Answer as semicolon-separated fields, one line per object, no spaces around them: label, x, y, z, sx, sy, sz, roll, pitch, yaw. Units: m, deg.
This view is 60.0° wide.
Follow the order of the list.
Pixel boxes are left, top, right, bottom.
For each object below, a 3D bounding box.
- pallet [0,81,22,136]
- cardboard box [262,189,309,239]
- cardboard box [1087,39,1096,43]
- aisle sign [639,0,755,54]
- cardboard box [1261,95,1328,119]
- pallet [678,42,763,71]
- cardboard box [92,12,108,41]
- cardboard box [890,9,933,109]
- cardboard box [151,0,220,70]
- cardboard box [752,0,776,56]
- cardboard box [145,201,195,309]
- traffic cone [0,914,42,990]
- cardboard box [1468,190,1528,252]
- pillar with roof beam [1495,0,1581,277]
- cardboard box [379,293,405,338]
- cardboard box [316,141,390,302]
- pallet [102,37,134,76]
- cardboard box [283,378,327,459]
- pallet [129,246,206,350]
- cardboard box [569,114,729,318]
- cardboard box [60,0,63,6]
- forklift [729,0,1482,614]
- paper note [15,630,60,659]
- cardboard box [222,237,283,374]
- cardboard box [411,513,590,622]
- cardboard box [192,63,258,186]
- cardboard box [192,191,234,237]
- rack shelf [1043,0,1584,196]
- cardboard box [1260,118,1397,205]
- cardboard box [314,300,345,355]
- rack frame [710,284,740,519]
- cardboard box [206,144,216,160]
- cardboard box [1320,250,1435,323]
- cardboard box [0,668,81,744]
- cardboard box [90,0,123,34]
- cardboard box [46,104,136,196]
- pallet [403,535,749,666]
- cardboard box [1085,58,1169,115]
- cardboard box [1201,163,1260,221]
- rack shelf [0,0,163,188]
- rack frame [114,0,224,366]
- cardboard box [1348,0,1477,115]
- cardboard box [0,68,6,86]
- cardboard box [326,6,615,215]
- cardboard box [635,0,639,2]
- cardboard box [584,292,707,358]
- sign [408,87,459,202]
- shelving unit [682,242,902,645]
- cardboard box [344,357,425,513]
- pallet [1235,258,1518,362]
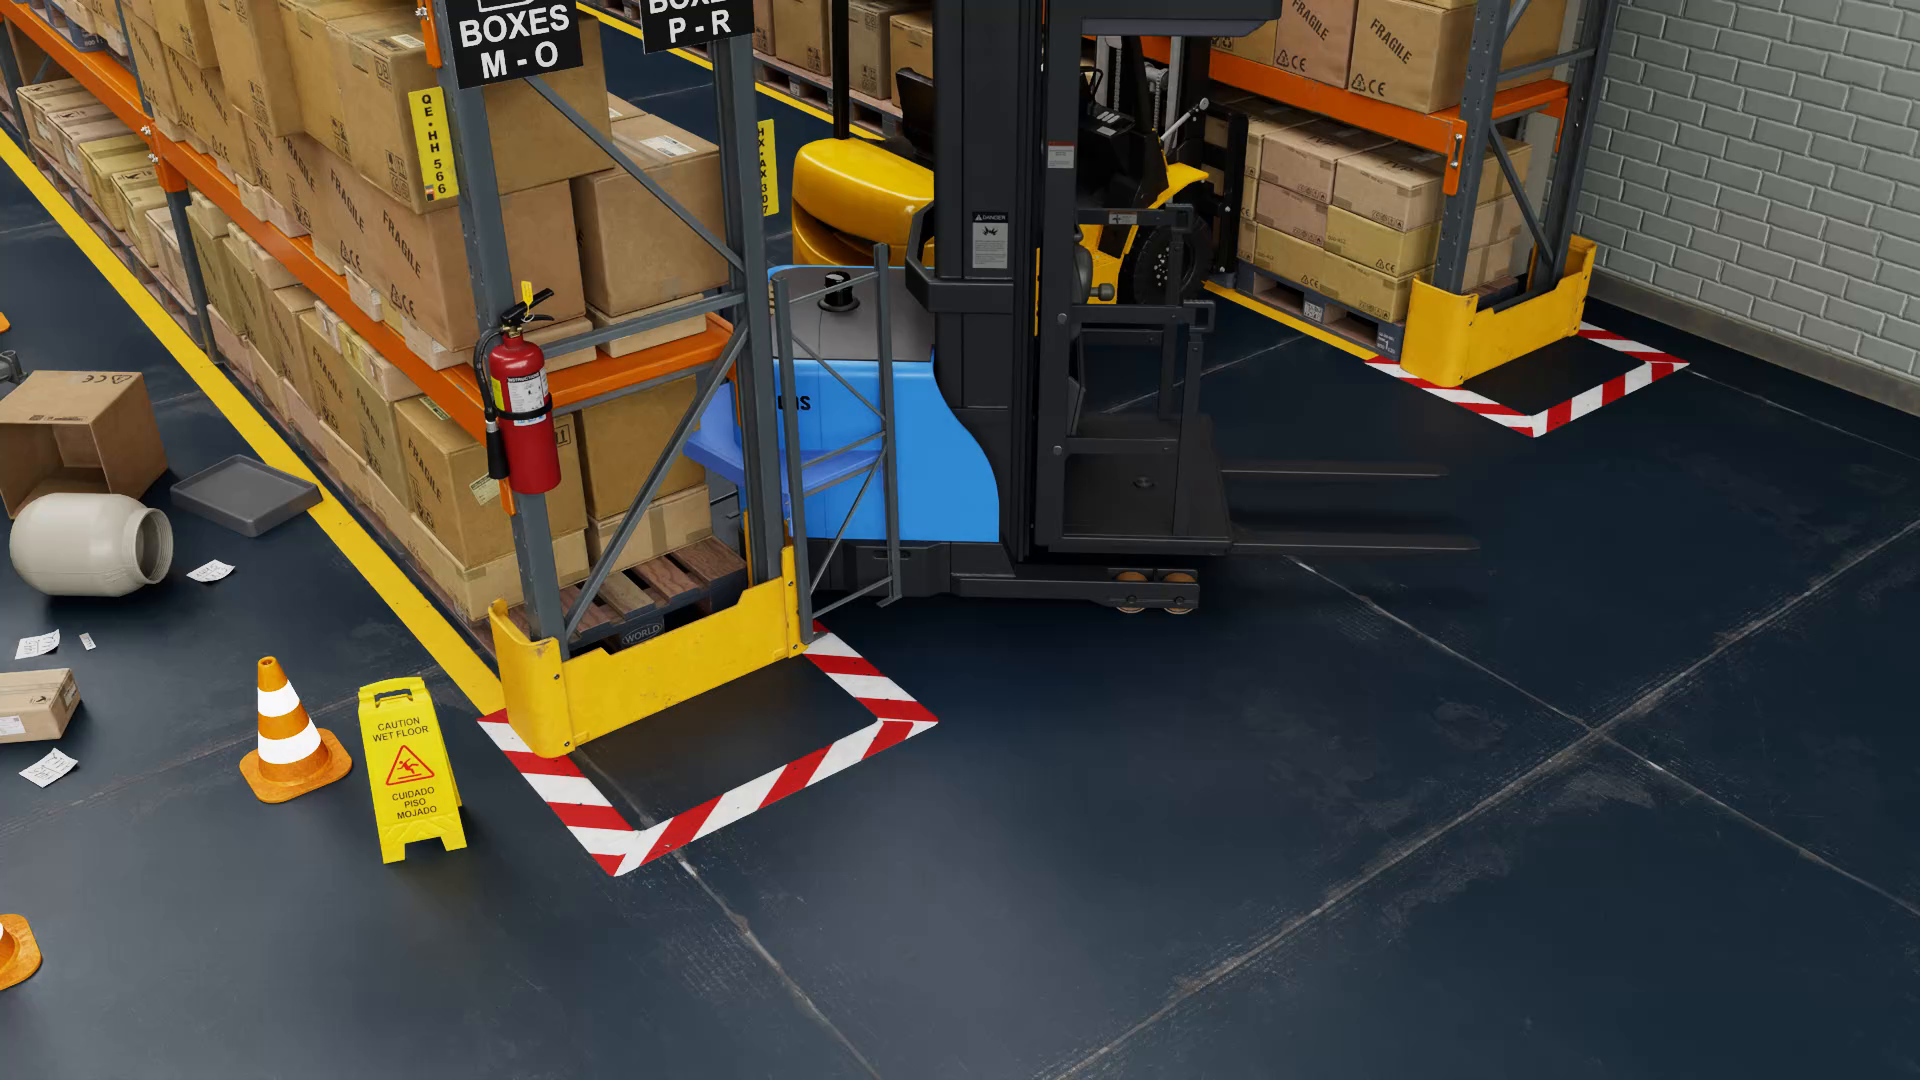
pallet;-6.420;-3.206;12.212;1.003;0.211;1.213;-22;38;-31
cardboard box;-2.650;-1.397;6.894;0.380;0.149;0.250;-22;38;-32
cardboard box;1.152;-3.064;10.601;0.500;0.250;0.500;-23;38;-32
aisle sign;-0.808;-1.882;4.973;0.394;0.787;0.004;-22;38;-31
cardboard box;2.075;-2.426;9.574;0.500;0.250;0.500;-23;38;-32
pallet;-1.604;-4.105;13.659;1.003;0.211;1.213;-22;38;-31
cardboard box;-4.225;-2.683;8.567;0.380;0.149;0.250;-24;39;-33
cardboard box;0.046;-3.361;11.672;0.875;0.625;0.625;-20;37;-29
cardboard box;-2.863;-2.273;6.742;0.700;0.500;0.500;-23;39;-32
cardboard box;-1.299;-4.280;13.152;0.875;0.625;0.625;-21;37;-30
cardboard box;-3.867;-1.650;9.157;0.950;0.372;0.625;-22;38;-31
traffic cone;-3.042;1.113;5.019;0.336;0.463;0.334;-22;38;-31
cardboard box;2.704;-1.797;9.034;0.500;0.250;0.500;-21;38;-31
pillar with roof beam;-0.288;-4.048;5.239;9.100;9.000;0.400;-22;38;-31
cardboard box;-1.872;-0.867;6.041;0.380;0.149;0.250;-23;39;-32
cardboard box;-1.945;-1.219;5.994;0.500;0.500;0.500;-22;38;-31
pallet;-3.897;-2.655;8.863;1.003;0.211;1.213;-22;38;-31
cardboard box;-2.731;-0.608;7.595;0.500;0.250;0.500;-23;38;-32
pallet;-4.022;-1.510;9.481;1.003;0.211;1.213;-22;38;-31
cardboard box;-1.162;-1.159;5.897;0.500;0.500;0.500;-23;39;-32
cardboard box;-4.691;-2.997;9.073;0.380;0.149;0.250;-22;38;-31
forklift;0.628;-1.232;6.455;3.031;2.935;1.130;1;32;2
paper note;-3.645;0.410;6.571;0.148;0.019;0.142;-10;33;-15
cardboard box;-3.057;-1.147;7.751;0.500;0.500;0.500;-21;37;-30
cardboard box;-1.814;0.026;6.572;0.500;0.250;0.500;-22;38;-32
cardboard box;-2.870;-1.851;7.010;0.500;0.500;0.500;-23;38;-32
cardboard box;-3.366;-1.570;7.818;0.380;0.149;0.250;-22;38;-31
rack shelf;1.602;-2.839;9.659;1.077;0.370;4.000;-22;38;-31
cardboard box;1.981;-2.048;8.965;0.500;0.250;0.500;-22;38;-31
cardboard box;-2.378;-0.905;6.746;0.380;0.149;0.250;-21;37;-29
rack frame;-1.136;-0.696;6.872;0.500;1.500;0.032;-26;38;-36
cardboard box;-3.221;-1.839;7.606;0.380;0.149;0.250;-22;38;-32
cardboard box;2.290;-1.415;8.893;0.500;0.250;0.500;-22;38;-31
cardboard box;-3.490;0.615;6.118;0.380;0.149;0.250;-4;32;-7
cardboard box;-4.008;-2.836;8.198;0.500;0.500;0.500;-23;39;-32
cardboard box;-5.199;-2.556;10.615;0.950;0.372;0.625;-23;39;-32
pallet;-1.608;0.100;6.890;1.003;0.211;1.213;-22;38;-31
cardboard box;1.044;-2.690;9.998;0.500;0.250;0.500;-21;37;-30
cardboard box;1.650;-2.056;9.452;0.500;0.250;0.500;-23;39;-32
rack shelf;-4.770;-2.898;9.755;1.077;0.370;4.000;-22;38;-31
rack frame;-3.544;-2.370;8.224;1.000;3.000;0.127;-22;38;-31
cardboard box;2.319;-2.473;8.295;0.500;0.500;0.500;-23;39;-32
cardboard box;-6.898;-4.001;12.465;0.875;0.875;0.875;-22;38;-31
cardboard box;-1.576;-1.439;5.400;0.700;0.500;0.500;-23;39;-33
cardboard box;-2.507;-4.868;14.216;0.500;0.500;0.500;-21;38;-30
cardboard box;-1.135;-0.805;5.942;0.380;0.149;0.250;-22;38;-31
sign;-1.541;-1.158;4.875;0.100;0.325;0.005;-22;38;-31
shelving unit;-0.788;-0.514;6.549;0.538;1.500;1.048;-26;38;-36
cardboard box;-2.111;-0.498;6.706;0.500;0.500;0.500;-21;37;-30
pallet;2.326;-1.432;9.355;1.003;0.211;1.213;-22;38;-31
